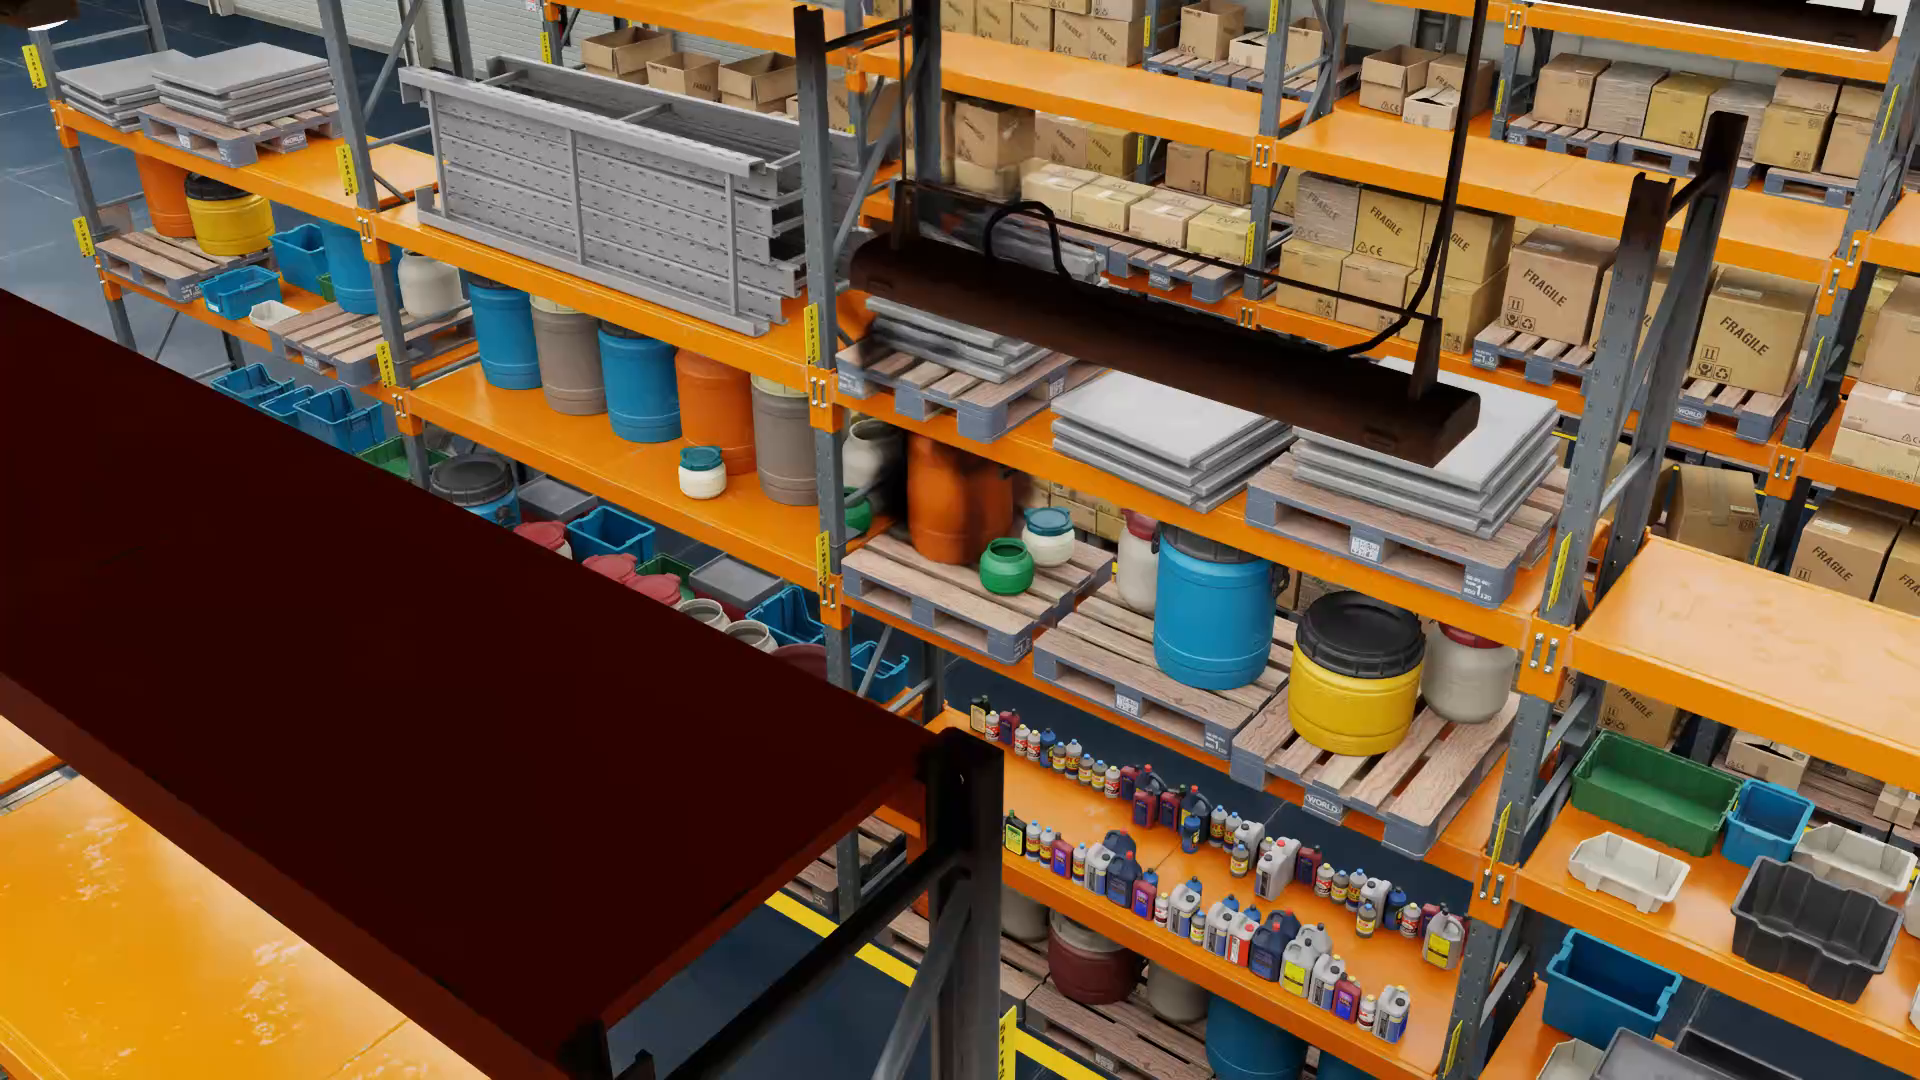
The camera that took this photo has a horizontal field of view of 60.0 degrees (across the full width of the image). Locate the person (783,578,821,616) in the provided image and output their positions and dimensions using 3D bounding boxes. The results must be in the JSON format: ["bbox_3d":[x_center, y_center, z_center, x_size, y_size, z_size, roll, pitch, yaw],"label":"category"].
[{"bbox_3d":[-1.355,-0.195,13.887,0.944,1.755,0.673,18,36,27],"label":"person"}]

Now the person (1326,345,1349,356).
[{"bbox_3d":[3.305,-1.027,15.271,0.654,1.735,0.682,21,37,30],"label":"person"}]

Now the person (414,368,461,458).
[{"bbox_3d":[-4.828,-1.148,15.584,0.570,1.652,0.637,22,38,31],"label":"person"}]
